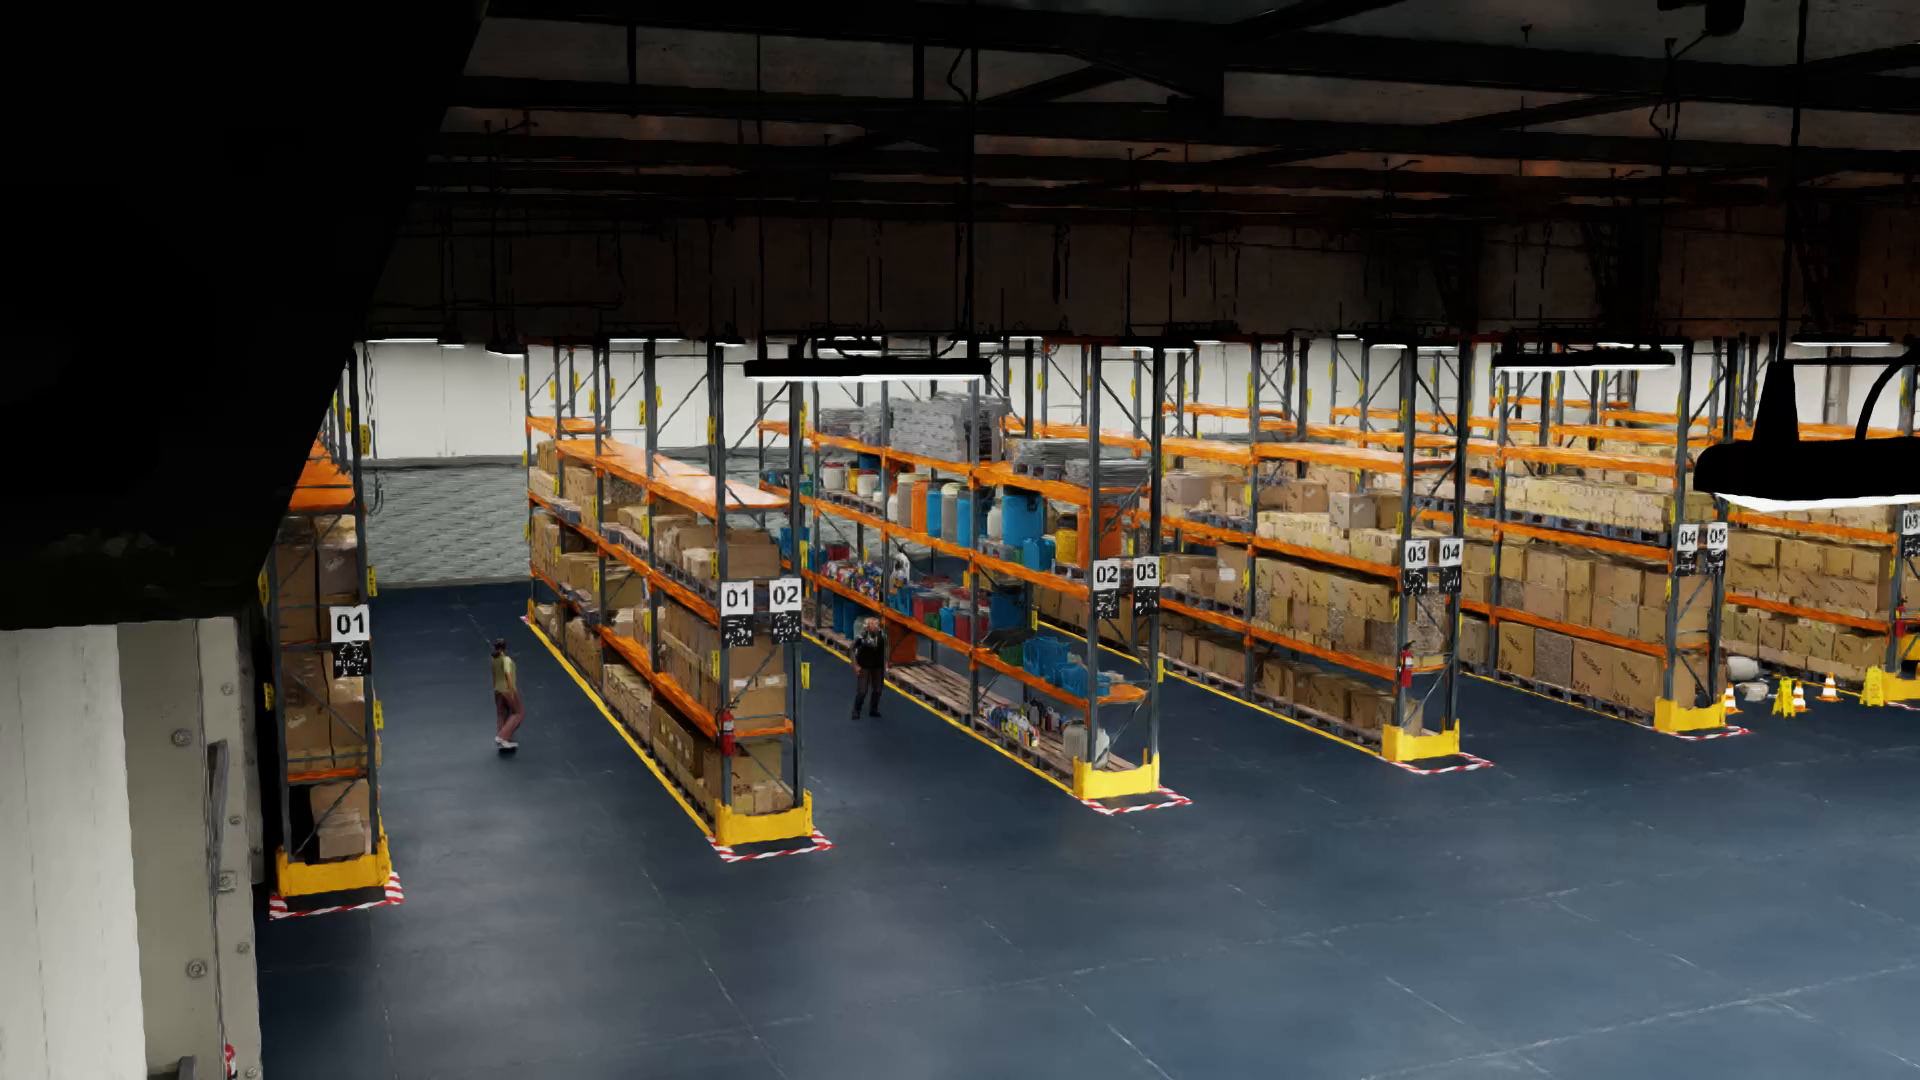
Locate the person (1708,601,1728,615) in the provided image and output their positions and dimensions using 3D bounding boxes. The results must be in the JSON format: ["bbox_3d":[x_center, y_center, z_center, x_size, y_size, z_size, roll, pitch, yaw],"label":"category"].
[{"bbox_3d":[16.061,0.842,35.281,0.536,1.590,0.535,1,8,4],"label":"person"}]

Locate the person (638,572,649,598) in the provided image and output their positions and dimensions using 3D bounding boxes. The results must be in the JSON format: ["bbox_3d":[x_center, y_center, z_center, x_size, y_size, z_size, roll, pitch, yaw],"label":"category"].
[{"bbox_3d":[-7.239,0.485,37.527,0.598,1.698,1.193,-3,8,-20],"label":"person"}]

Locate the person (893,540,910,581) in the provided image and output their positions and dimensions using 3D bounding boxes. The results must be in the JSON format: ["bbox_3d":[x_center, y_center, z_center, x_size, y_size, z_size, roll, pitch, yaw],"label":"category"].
[{"bbox_3d":[-1.235,0.845,34.925,0.367,1.679,0.583,-5,9,-33],"label":"person"}]

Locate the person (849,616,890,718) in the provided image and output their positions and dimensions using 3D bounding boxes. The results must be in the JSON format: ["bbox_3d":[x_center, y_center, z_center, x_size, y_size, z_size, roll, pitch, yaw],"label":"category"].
[{"bbox_3d":[-1.433,2.011,26.375,0.677,1.674,0.534,-3,8,-24],"label":"person"}]

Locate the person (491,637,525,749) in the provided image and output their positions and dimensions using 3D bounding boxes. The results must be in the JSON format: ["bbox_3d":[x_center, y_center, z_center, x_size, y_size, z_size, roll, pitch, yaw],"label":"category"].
[{"bbox_3d":[-6.699,2.258,24.467,0.503,1.670,0.432,6,10,38],"label":"person"}]
